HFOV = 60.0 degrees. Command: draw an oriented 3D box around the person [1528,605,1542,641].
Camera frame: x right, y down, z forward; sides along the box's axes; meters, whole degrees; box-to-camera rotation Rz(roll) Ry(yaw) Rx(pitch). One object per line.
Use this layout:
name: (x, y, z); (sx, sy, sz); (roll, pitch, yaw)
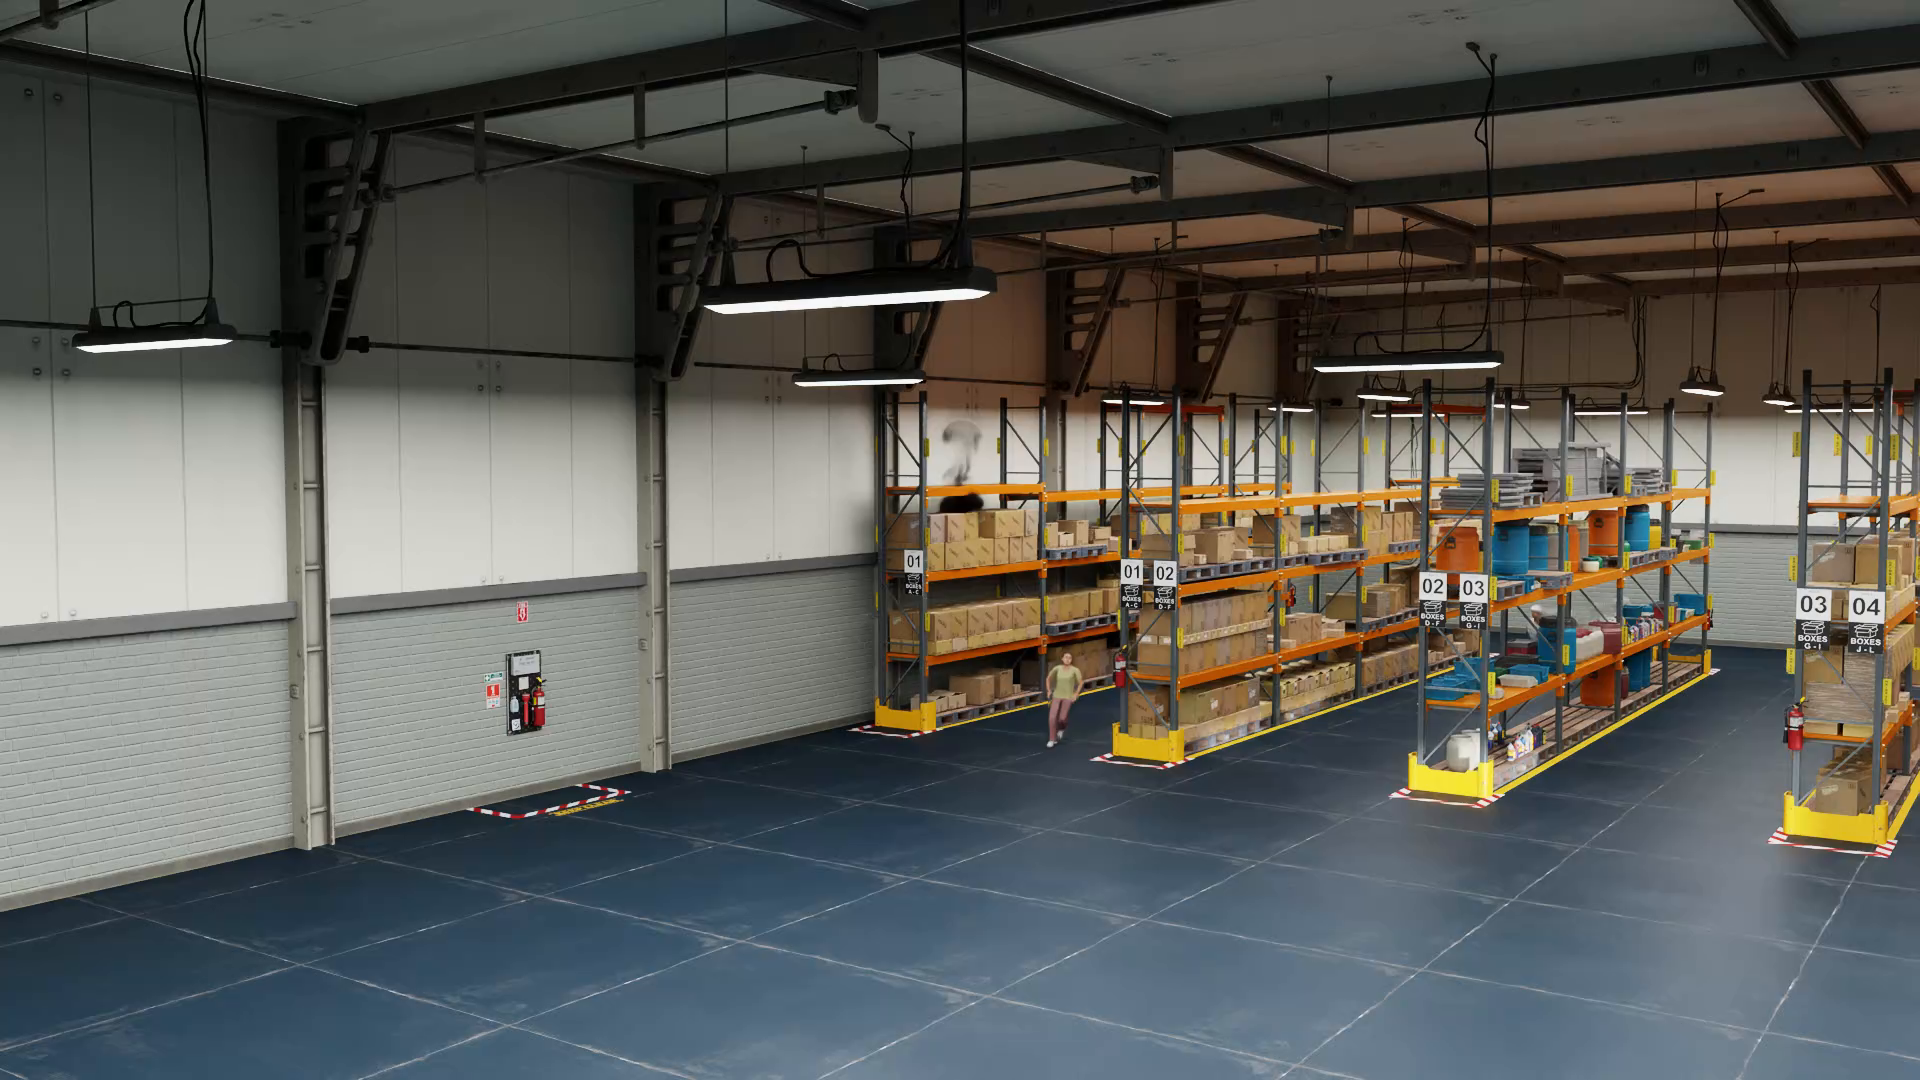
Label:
person: (11.947, 2.245, 34.172); (0.884, 1.834, 0.672); (-3, 4, -42)

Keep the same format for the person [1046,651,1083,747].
person: (1.739, 2.659, 27.905); (0.625, 1.618, 0.544); (1, 3, 13)
